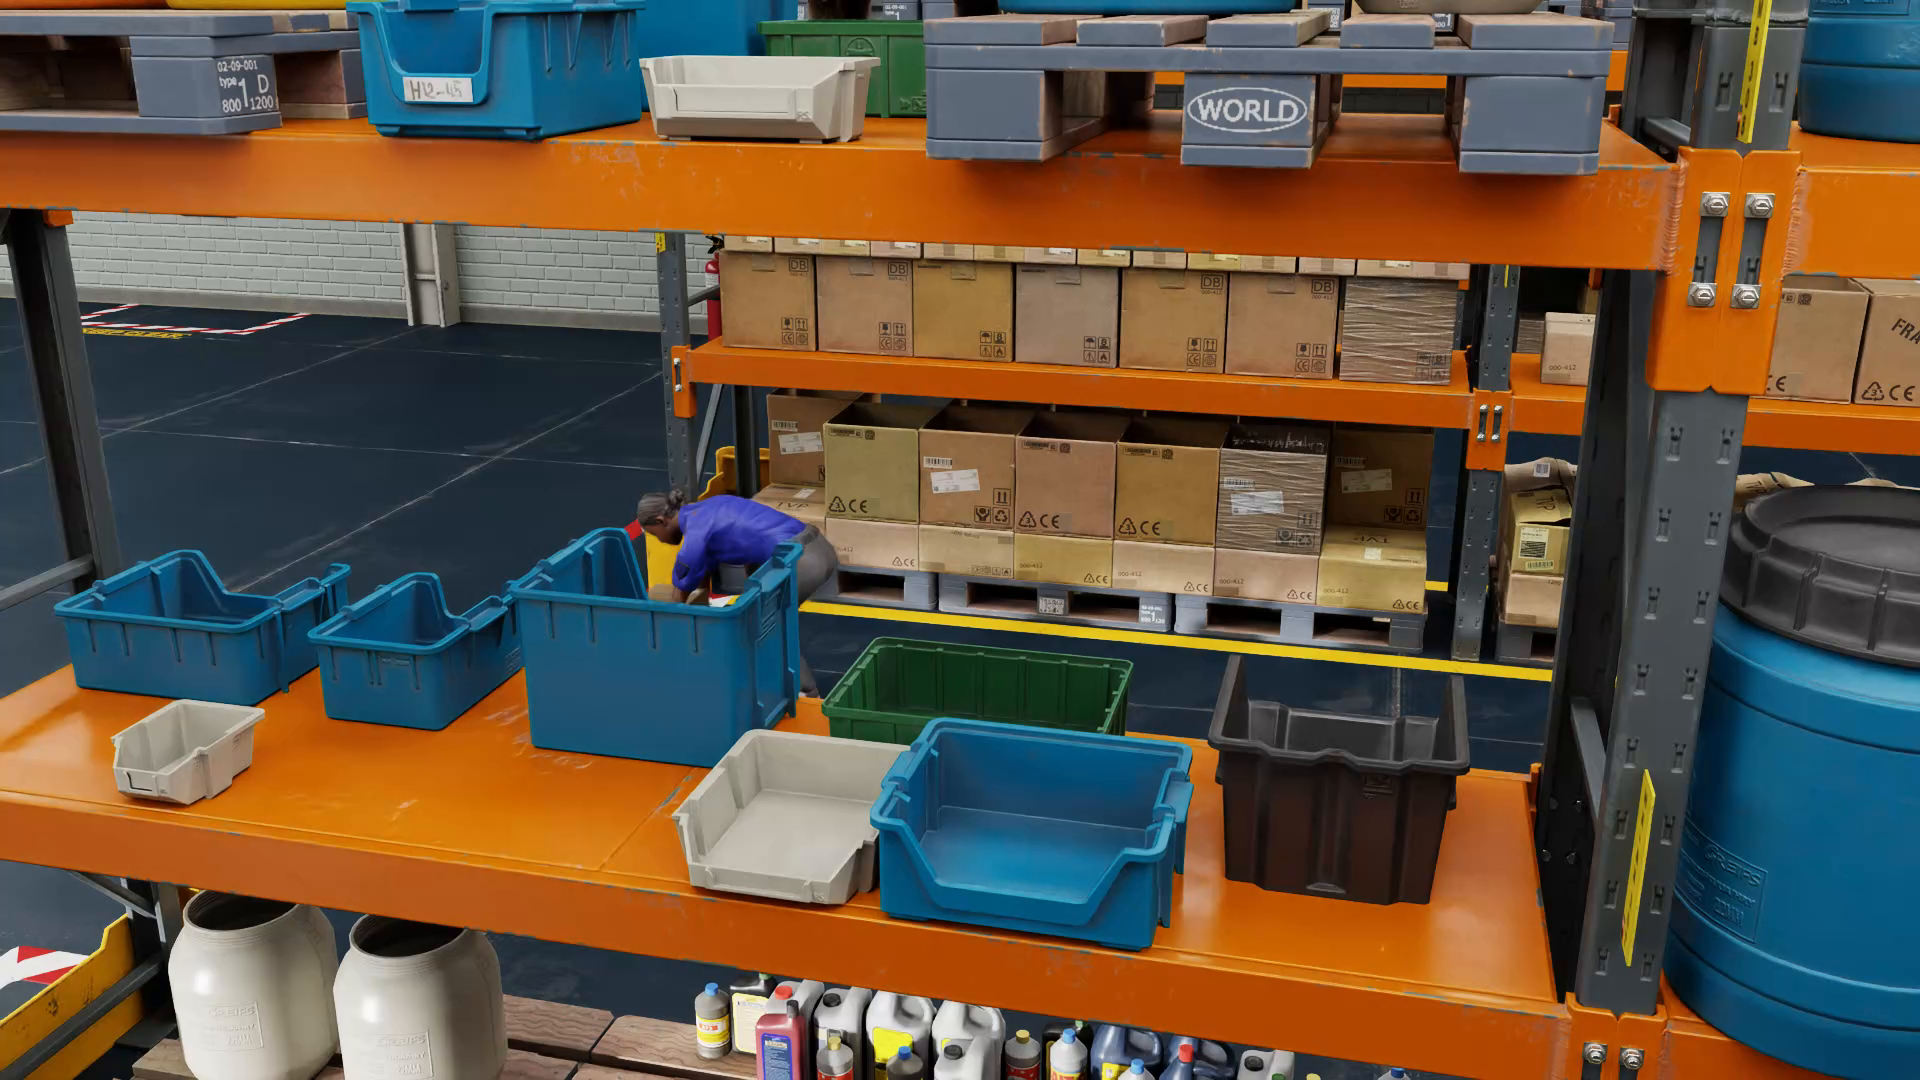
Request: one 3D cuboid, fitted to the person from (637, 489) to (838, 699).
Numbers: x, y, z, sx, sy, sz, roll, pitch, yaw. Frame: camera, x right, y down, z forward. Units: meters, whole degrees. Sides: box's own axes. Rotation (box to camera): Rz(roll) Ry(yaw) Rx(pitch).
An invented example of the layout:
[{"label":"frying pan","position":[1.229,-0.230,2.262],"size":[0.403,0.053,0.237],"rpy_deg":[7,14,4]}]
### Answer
[{"label":"person","position":[-0.968,0.281,7.253],"size":[0.861,1.012,0.461],"rpy_deg":[4,19,11]}]
